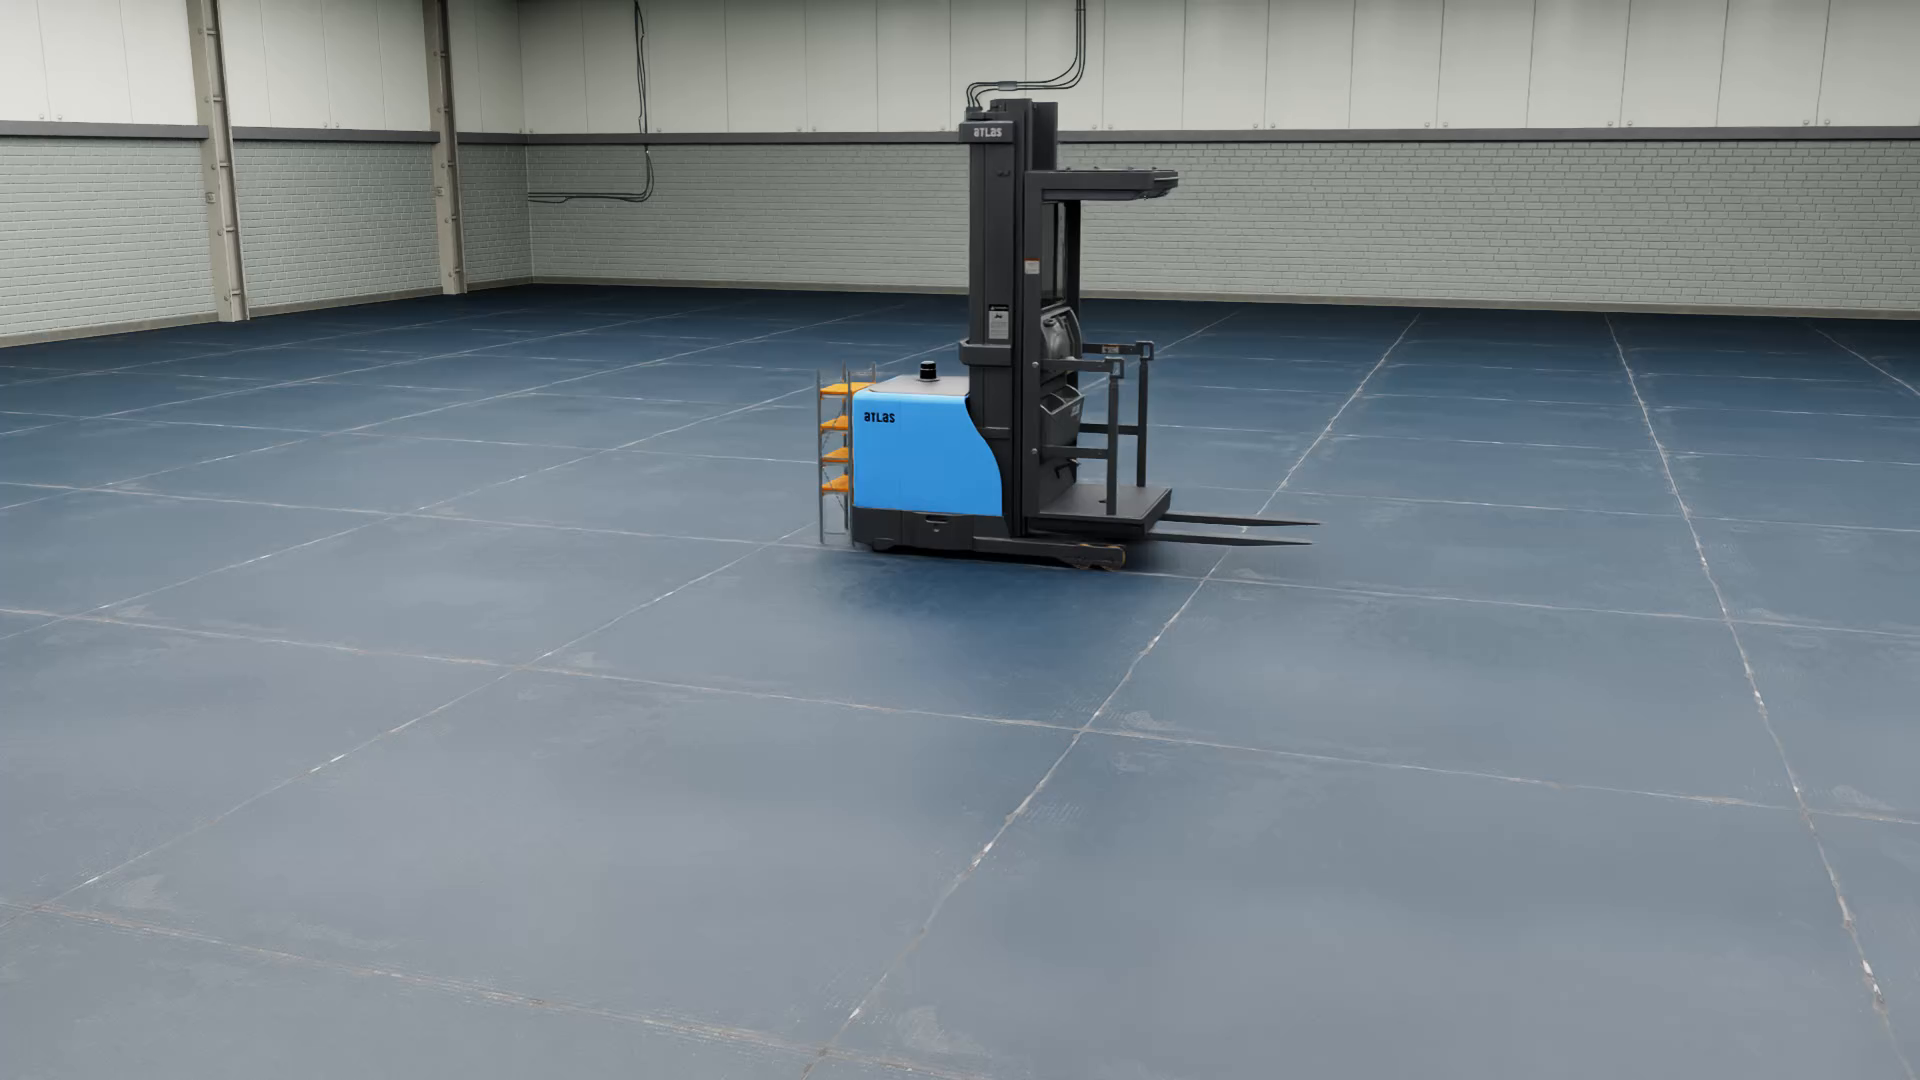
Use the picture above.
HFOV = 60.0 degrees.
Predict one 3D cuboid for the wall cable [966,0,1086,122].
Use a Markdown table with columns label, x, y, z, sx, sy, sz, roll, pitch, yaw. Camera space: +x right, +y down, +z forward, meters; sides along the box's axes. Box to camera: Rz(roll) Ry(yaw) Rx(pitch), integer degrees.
| label | x | y | z | sx | sy | sz | roll | pitch | yaw |
| --- | --- | --- | --- | --- | --- | --- | --- | --- | --- |
| wall cable | 1.214 | -10.747 | 30.710 | 2.305 | 6.003 | 0.169 | 4 | 14 | 18 |

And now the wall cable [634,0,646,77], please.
| label | x | y | z | sx | sy | sz | roll | pitch | yaw |
| --- | --- | --- | --- | --- | --- | --- | --- | --- | --- |
| wall cable | -5.204 | -10.530 | 33.028 | 3.097 | 2.526 | 0.112 | 4 | 14 | 18 |

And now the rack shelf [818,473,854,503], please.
| label | x | y | z | sx | sy | sz | roll | pitch | yaw |
| --- | --- | --- | --- | --- | --- | --- | --- | --- | --- |
| rack shelf | -0.770 | -0.339 | 11.470 | 0.258 | 0.148 | 0.480 | 4 | 13 | 16 |

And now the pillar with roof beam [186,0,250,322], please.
| label | x | y | z | sx | sy | sz | roll | pitch | yaw |
| --- | --- | --- | --- | --- | --- | --- | --- | --- | --- |
| pillar with roof beam | -7.836 | -7.678 | 24.904 | 9.100 | 9.000 | 0.400 | 4 | 14 | 18 |

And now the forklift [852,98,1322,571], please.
| label | x | y | z | sx | sy | sz | roll | pitch | yaw |
| --- | --- | --- | --- | --- | --- | --- | --- | --- | --- |
| forklift | 0.852 | -1.360 | 10.860 | 3.031 | 2.935 | 1.130 | 4 | 13 | 17 |

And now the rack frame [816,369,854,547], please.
| label | x | y | z | sx | sy | sz | roll | pitch | yaw |
| --- | --- | --- | --- | --- | --- | --- | --- | --- | --- |
| rack frame | -0.840 | -0.546 | 11.183 | 0.240 | 1.200 | 0.015 | 4 | 13 | 16 |

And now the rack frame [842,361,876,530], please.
| label | x | y | z | sx | sy | sz | roll | pitch | yaw |
| --- | --- | --- | --- | --- | --- | --- | --- | --- | --- |
| rack frame | -0.701 | -0.650 | 11.639 | 0.240 | 1.200 | 0.015 | 4 | 13 | 16 |

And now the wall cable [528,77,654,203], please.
| label | x | y | z | sx | sy | sz | roll | pitch | yaw |
| --- | --- | --- | --- | --- | --- | --- | --- | --- | --- |
| wall cable | -7.764 | -8.262 | 34.443 | 3.097 | 2.526 | 0.112 | 4 | 14 | 18 |

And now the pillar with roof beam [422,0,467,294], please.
| label | x | y | z | sx | sy | sz | roll | pitch | yaw |
| --- | --- | --- | --- | --- | --- | --- | --- | --- | --- |
| pillar with roof beam | -5.895 | -8.941 | 30.439 | 9.100 | 9.000 | 0.400 | 4 | 14 | 18 |

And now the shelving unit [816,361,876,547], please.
| label | x | y | z | sx | sy | sz | roll | pitch | yaw |
| --- | --- | --- | --- | --- | --- | --- | --- | --- | --- |
| shelving unit | -0.770 | -0.598 | 11.411 | 0.258 | 1.200 | 0.503 | 4 | 13 | 16 |

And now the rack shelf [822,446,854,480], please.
| label | x | y | z | sx | sy | sz | roll | pitch | yaw |
| --- | --- | --- | --- | --- | --- | --- | --- | --- | --- |
| rack shelf | -0.770 | -0.532 | 11.426 | 0.258 | 0.148 | 0.480 | 4 | 13 | 16 |

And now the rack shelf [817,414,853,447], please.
| label | x | y | z | sx | sy | sz | roll | pitch | yaw |
| --- | --- | --- | --- | --- | --- | --- | --- | --- | --- |
| rack shelf | -0.770 | -0.750 | 11.376 | 0.258 | 0.148 | 0.480 | 4 | 13 | 16 |

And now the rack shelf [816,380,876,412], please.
| label | x | y | z | sx | sy | sz | roll | pitch | yaw |
| --- | --- | --- | --- | --- | --- | --- | --- | --- | --- |
| rack shelf | -0.770 | -0.981 | 11.324 | 0.258 | 0.148 | 0.480 | 4 | 13 | 16 |
